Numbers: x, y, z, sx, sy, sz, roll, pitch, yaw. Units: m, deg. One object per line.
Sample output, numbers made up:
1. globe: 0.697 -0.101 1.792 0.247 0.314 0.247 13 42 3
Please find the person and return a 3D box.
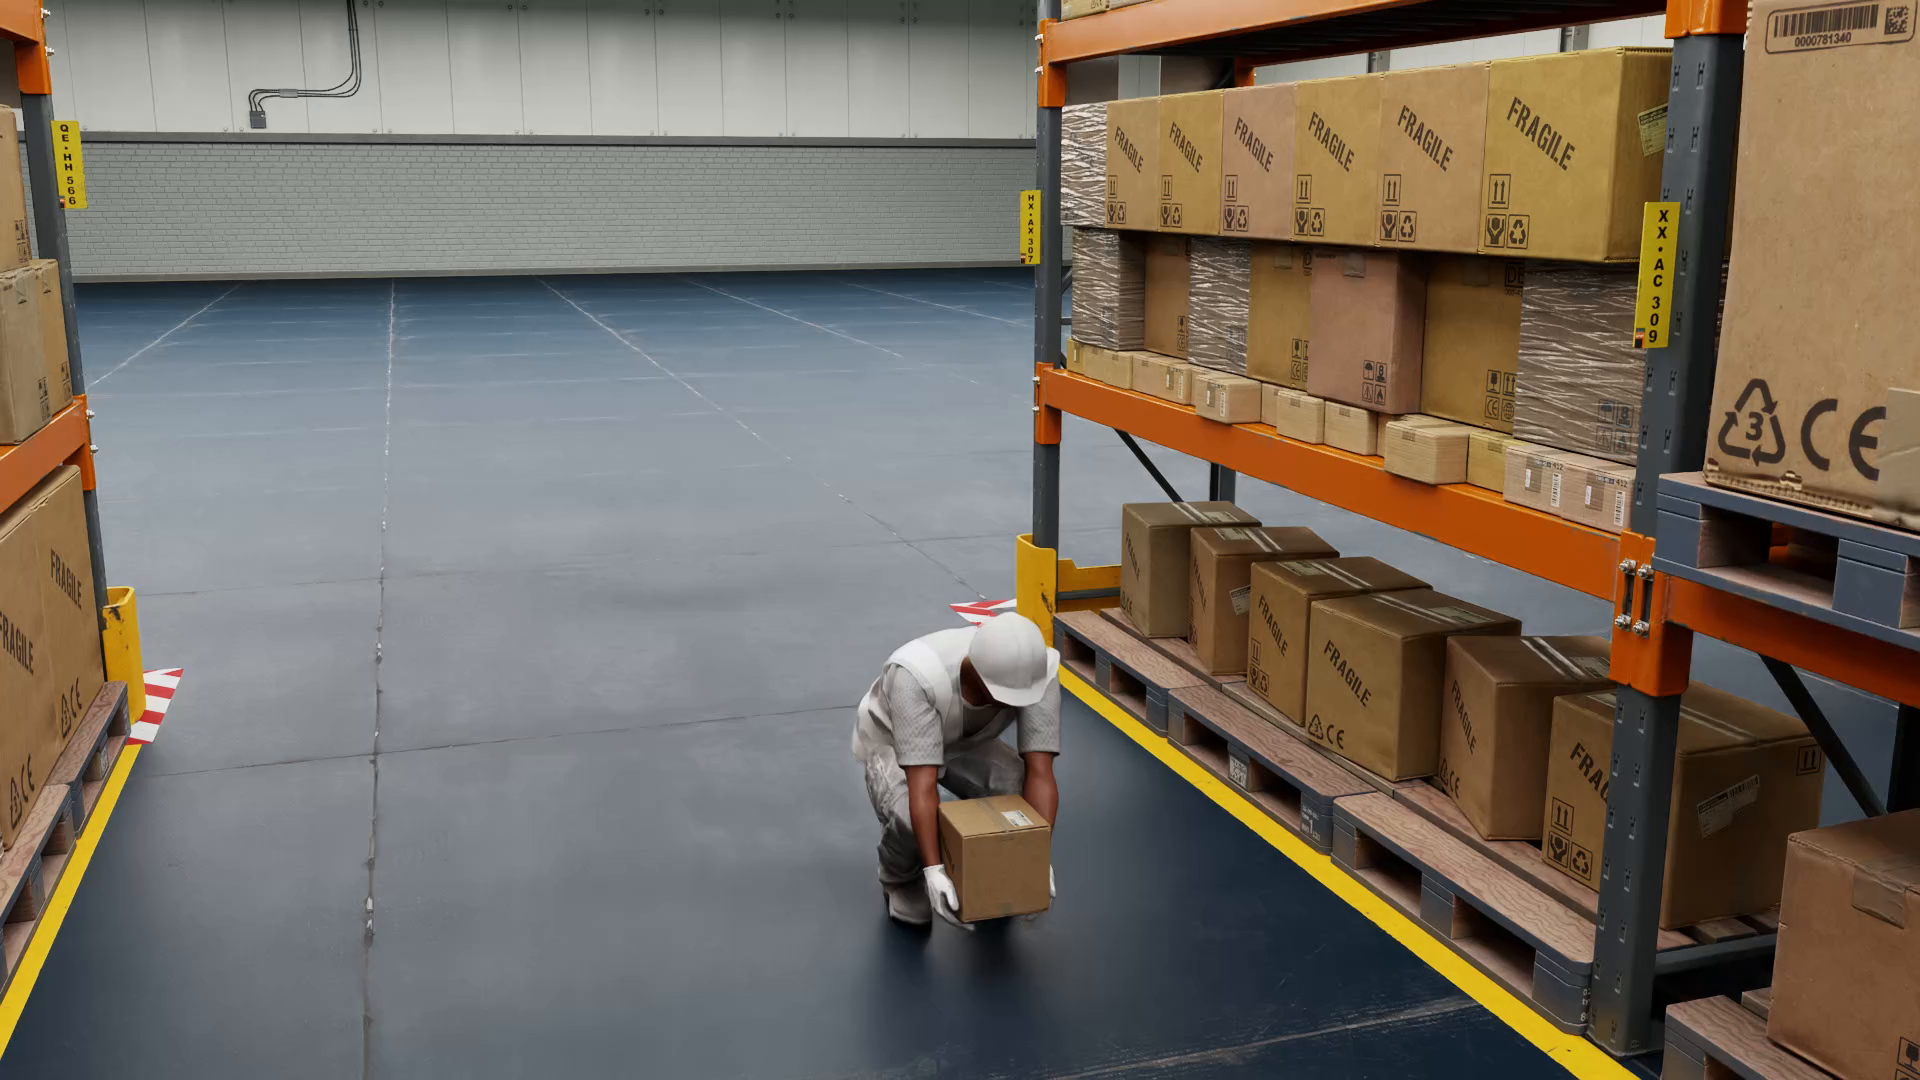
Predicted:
1. person: 0.009 0.635 4.860 0.547 1.003 0.908 -4 13 -19
